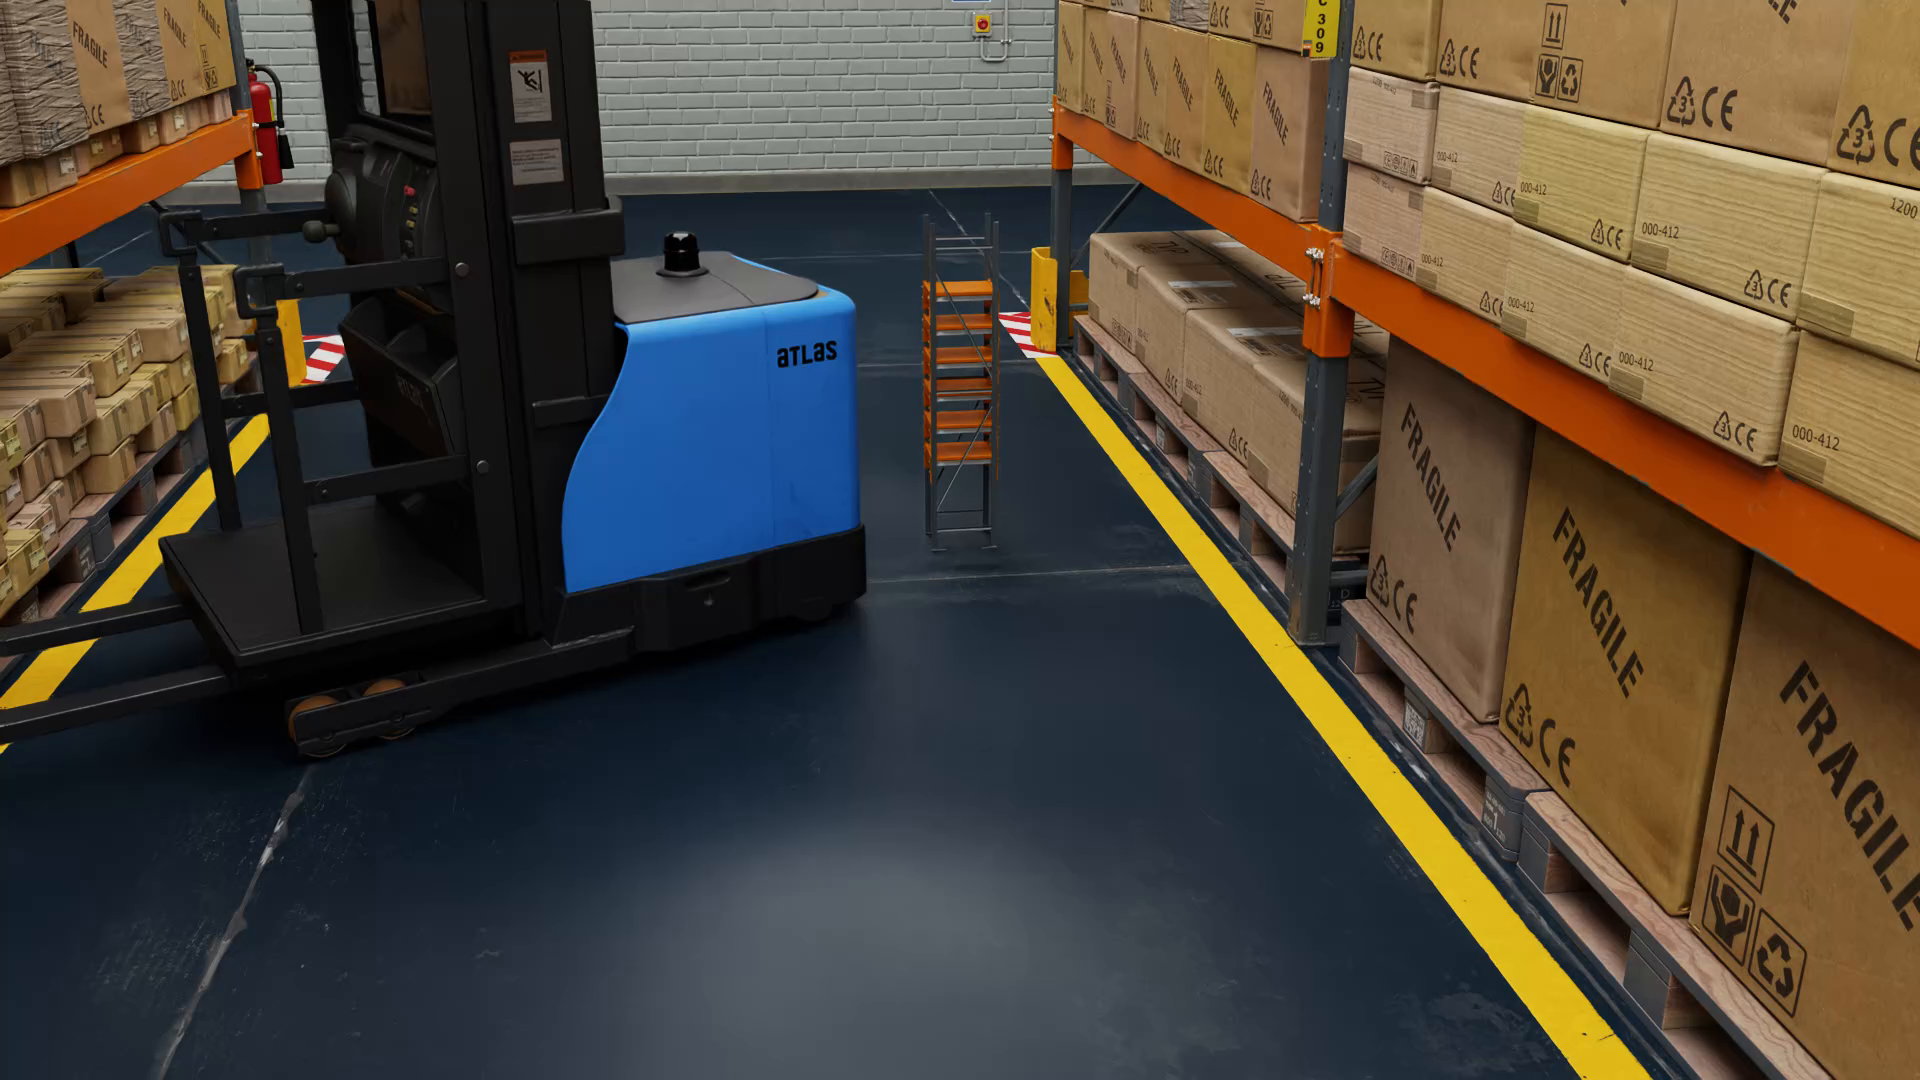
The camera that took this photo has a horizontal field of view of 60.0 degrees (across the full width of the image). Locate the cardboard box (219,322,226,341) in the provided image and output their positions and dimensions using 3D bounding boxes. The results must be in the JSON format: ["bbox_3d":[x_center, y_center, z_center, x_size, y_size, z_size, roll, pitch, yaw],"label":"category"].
[{"bbox_3d":[-3.554,-0.944,7.506,0.380,0.149,0.250,-3,21,-9],"label":"cardboard box"}]

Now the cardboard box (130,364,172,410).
[{"bbox_3d":[-3.356,-0.589,6.556,0.380,0.149,0.250,-2,21,-5],"label":"cardboard box"}]

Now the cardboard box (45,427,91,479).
[{"bbox_3d":[-3.305,-0.318,5.830,0.380,0.149,0.250,-2,21,-5],"label":"cardboard box"}]

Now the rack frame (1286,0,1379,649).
[{"bbox_3d":[1.563,-1.105,4.887,1.000,3.000,0.127,-3,21,-8],"label":"rack frame"}]

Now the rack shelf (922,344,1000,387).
[{"bbox_3d":[0.002,-0.628,5.966,0.258,0.103,0.180,-3,21,-8],"label":"rack shelf"}]

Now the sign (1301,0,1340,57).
[{"bbox_3d":[1.014,-1.519,4.645,0.100,0.325,0.005,-3,21,-8],"label":"sign"}]

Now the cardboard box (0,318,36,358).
[{"bbox_3d":[-3.941,-0.785,6.655,0.380,0.149,0.250,-2,21,-6],"label":"cardboard box"}]

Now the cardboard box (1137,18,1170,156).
[{"bbox_3d":[1.016,-1.833,6.693,0.500,0.500,0.500,-2,21,-6],"label":"cardboard box"}]

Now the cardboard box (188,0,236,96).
[{"bbox_3d":[-3.578,-2.249,7.382,0.500,0.500,0.500,-2,21,-7],"label":"cardboard box"}]

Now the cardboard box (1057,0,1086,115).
[{"bbox_3d":[0.772,-2.356,8.094,0.500,0.500,0.500,-3,21,-8],"label":"cardboard box"}]

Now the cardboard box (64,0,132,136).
[{"bbox_3d":[-3.364,-1.722,5.971,0.500,0.500,0.500,-2,21,-5],"label":"cardboard box"}]

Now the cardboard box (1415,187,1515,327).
[{"bbox_3d":[1.442,-0.690,3.990,0.500,0.250,0.500,-3,21,-9],"label":"cardboard box"}]

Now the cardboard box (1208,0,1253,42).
[{"bbox_3d":[1.157,-1.946,5.566,0.500,0.500,0.500,-3,21,-9],"label":"cardboard box"}]

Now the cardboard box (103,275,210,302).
[{"bbox_3d":[-3.591,-1.085,7.457,0.380,0.149,0.250,-3,21,-7],"label":"cardboard box"}]

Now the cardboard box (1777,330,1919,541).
[{"bbox_3d":[1.664,-0.163,2.579,0.500,0.250,0.500,-3,21,-8],"label":"cardboard box"}]

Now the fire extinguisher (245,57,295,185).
[{"bbox_3d":[-3.477,-2.105,8.208,0.296,0.674,0.183,-3,21,-8],"label":"fire extinguisher"}]

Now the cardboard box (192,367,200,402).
[{"bbox_3d":[-3.476,-0.630,7.090,0.380,0.149,0.250,-3,21,-7],"label":"cardboard box"}]

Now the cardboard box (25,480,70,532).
[{"bbox_3d":[-3.267,-0.085,5.630,0.380,0.149,0.250,-3,21,-9],"label":"cardboard box"}]

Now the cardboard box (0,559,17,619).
[{"bbox_3d":[-3.055,0.176,4.931,0.380,0.149,0.250,-4,21,-10],"label":"cardboard box"}]

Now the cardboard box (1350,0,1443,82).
[{"bbox_3d":[1.342,-1.453,4.248,0.500,0.500,0.500,-3,21,-7],"label":"cardboard box"}]

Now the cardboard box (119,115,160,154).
[{"bbox_3d":[-3.452,-1.635,6.665,0.380,0.149,0.250,-4,21,-10],"label":"cardboard box"}]

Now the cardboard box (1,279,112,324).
[{"bbox_3d":[-3.999,-1.057,7.383,0.380,0.149,0.250,-3,21,-7],"label":"cardboard box"}]

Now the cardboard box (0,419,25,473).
[{"bbox_3d":[-3.231,-0.273,5.285,0.380,0.149,0.250,-3,21,-9],"label":"cardboard box"}]

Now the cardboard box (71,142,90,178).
[{"bbox_3d":[-3.360,-1.361,5.932,0.380,0.149,0.250,-2,21,-6],"label":"cardboard box"}]

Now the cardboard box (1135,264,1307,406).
[{"bbox_3d":[1.321,-0.946,7.524,0.875,0.438,0.875,-2,21,-6],"label":"cardboard box"}]

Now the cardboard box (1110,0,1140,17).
[{"bbox_3d":[0.937,-2.468,6.965,0.500,0.500,0.500,-3,21,-8],"label":"cardboard box"}]

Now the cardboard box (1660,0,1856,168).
[{"bbox_3d":[1.594,-0.926,2.836,0.500,0.500,0.500,-3,21,-9],"label":"cardboard box"}]

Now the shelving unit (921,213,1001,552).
[{"bbox_3d":[0.002,-0.557,5.993,0.258,1.200,0.189,-3,21,-8],"label":"shelving unit"}]

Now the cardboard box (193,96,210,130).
[{"bbox_3d":[-3.572,-1.901,7.377,0.380,0.149,0.250,-3,21,-8],"label":"cardboard box"}]

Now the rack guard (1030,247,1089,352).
[{"bbox_3d":[0.983,-1.327,9.055,1.175,0.500,0.348,-3,21,-8],"label":"rack guard"}]

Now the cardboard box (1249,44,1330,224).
[{"bbox_3d":[1.243,-1.299,5.265,0.500,0.500,0.500,-3,21,-7],"label":"cardboard box"}]

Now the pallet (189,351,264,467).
[{"bbox_3d":[-3.804,-0.589,7.493,1.003,0.211,1.213,-3,21,-8],"label":"pallet"}]

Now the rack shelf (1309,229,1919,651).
[{"bbox_3d":[1.852,-0.075,3.159,1.077,0.370,4.000,-3,21,-8],"label":"rack shelf"}]

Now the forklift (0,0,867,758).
[{"bbox_3d":[-1.819,-0.981,4.654,3.031,2.935,1.130,-13,24,-32],"label":"forklift"}]

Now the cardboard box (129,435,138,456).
[{"bbox_3d":[-3.396,-0.358,6.362,0.380,0.149,0.250,-2,21,-6],"label":"cardboard box"}]

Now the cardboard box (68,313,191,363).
[{"bbox_3d":[-3.359,-0.818,6.744,0.380,0.149,0.250,-2,21,-6],"label":"cardboard box"}]

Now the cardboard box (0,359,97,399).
[{"bbox_3d":[-3.368,-0.545,6.012,0.380,0.149,0.250,-4,21,-10],"label":"cardboard box"}]

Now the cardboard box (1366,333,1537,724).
[{"bbox_3d":[1.732,-0.096,4.621,0.875,0.875,0.875,-2,21,-6],"label":"cardboard box"}]

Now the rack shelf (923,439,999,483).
[{"bbox_3d":[0.002,-0.291,6.092,0.258,0.103,0.180,-3,21,-8],"label":"rack shelf"}]

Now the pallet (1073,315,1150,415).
[{"bbox_3d":[1.179,-0.910,8.352,1.003,0.211,1.213,-3,21,-8],"label":"pallet"}]

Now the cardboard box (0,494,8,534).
[{"bbox_3d":[-3.181,-0.045,5.100,0.380,0.149,0.250,-3,21,-7],"label":"cardboard box"}]

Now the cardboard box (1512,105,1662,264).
[{"bbox_3d":[1.497,-0.747,3.429,0.500,0.250,0.500,-3,21,-7],"label":"cardboard box"}]

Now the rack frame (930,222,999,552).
[{"bbox_3d":[0.015,-0.525,5.908,0.240,1.200,0.006,-3,21,-8],"label":"rack frame"}]
